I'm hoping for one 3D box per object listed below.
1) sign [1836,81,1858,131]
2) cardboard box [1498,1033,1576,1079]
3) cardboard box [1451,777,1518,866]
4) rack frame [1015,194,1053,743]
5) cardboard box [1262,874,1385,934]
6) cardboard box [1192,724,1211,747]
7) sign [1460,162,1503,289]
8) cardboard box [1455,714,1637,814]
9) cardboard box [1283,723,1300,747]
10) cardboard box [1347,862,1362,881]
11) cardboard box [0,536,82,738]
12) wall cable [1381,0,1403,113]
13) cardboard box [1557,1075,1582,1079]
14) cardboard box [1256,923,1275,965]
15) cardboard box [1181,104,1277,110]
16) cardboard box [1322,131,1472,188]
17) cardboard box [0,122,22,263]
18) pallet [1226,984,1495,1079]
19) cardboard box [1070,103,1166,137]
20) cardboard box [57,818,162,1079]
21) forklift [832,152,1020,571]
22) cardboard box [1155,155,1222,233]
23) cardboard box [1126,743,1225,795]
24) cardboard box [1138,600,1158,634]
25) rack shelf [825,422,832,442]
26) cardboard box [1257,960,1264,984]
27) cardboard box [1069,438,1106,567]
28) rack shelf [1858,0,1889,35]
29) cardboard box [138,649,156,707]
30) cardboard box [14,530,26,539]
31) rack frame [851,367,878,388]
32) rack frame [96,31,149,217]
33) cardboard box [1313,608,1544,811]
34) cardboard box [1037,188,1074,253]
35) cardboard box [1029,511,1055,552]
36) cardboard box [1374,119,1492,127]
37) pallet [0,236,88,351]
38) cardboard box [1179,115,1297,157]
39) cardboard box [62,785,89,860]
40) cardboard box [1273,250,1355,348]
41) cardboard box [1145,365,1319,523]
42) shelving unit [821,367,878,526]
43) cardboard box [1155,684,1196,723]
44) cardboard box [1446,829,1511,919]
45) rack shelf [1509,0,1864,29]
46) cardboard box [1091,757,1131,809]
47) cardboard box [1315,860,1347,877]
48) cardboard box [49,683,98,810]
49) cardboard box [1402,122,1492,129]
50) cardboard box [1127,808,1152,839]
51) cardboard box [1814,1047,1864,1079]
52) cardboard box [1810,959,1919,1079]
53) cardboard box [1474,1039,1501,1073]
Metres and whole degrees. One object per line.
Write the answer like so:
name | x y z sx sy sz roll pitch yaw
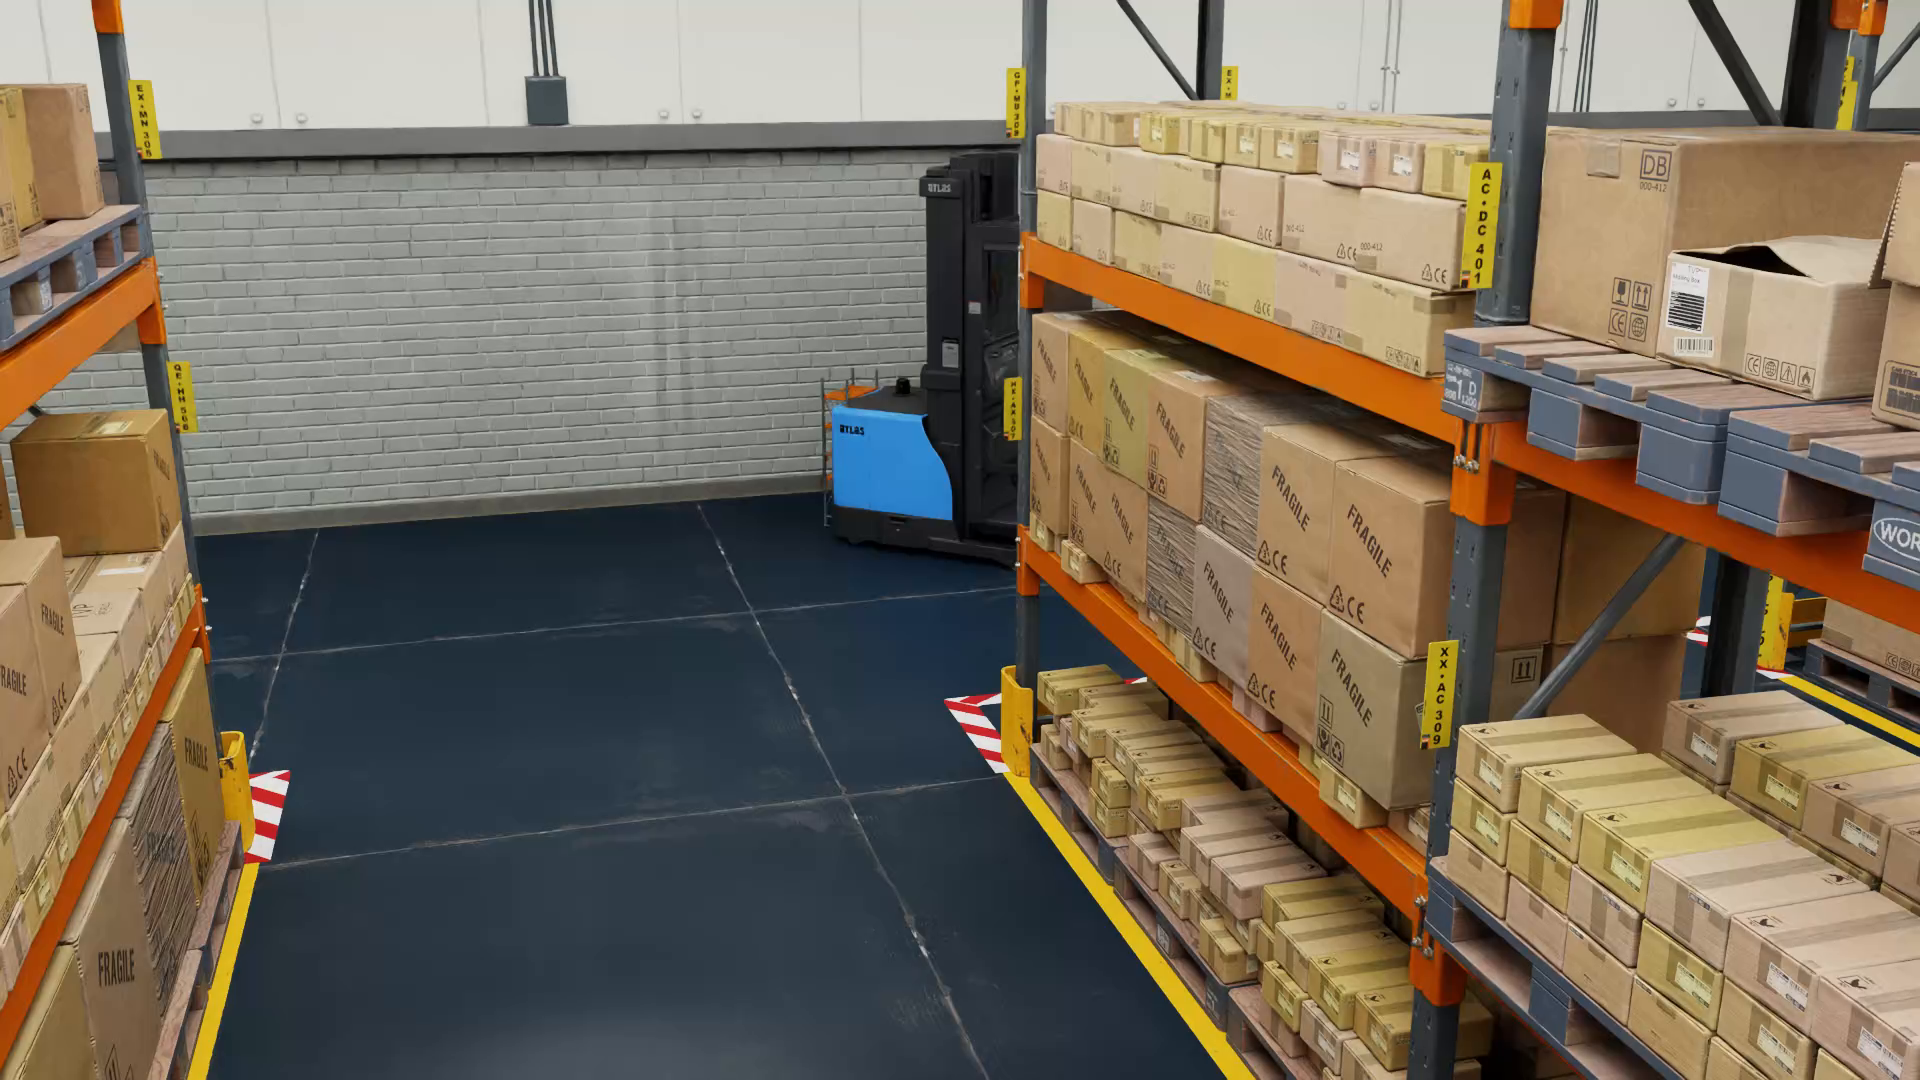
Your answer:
sign | 2.426 -1.104 4.617 0.100 0.325 0.005 -5 17 -15
cardboard box | 2.102 1.709 5.756 0.380 0.149 0.250 -4 17 -13
cardboard box | 1.560 0.735 4.480 0.380 0.149 0.250 -4 17 -14
rack frame | 0.794 -0.293 8.714 1.000 3.000 0.127 -5 17 -15
cardboard box | 1.366 1.401 6.265 0.380 0.149 0.250 -4 17 -13
cardboard box | 1.358 0.996 8.132 0.380 0.149 0.250 -5 18 -18
sign | 1.374 -0.826 4.375 0.100 0.325 0.005 -5 17 -15
cardboard box | 1.560 0.593 4.437 0.380 0.149 0.250 -4 17 -12
cardboard box | 1.394 0.655 5.994 0.380 0.149 0.250 -5 17 -17
cardboard box | 1.777 1.287 6.646 0.380 0.149 0.250 -4 17 -14
cardboard box | -3.064 0.315 5.131 0.500 0.500 0.500 -5 18 -17
wall cable | 3.692 -5.137 14.411 0.463 3.000 0.029 -5 17 -15
cardboard box | 1.843 1.675 4.472 0.500 0.250 0.500 -5 18 -18
cardboard box | 1.350 1.549 6.289 0.380 0.149 0.250 -5 17 -15
cardboard box | 1.213 -1.873 7.457 0.380 0.149 0.250 -5 17 -17
cardboard box | 1.355 -1.183 5.162 0.380 0.149 0.250 -5 17 -15
cardboard box | -3.327 -1.073 5.017 0.700 0.500 0.500 -4 17 -13
pallet | 1.675 1.966 6.041 1.003 0.211 1.213 -5 17 -15
cardboard box | 0.717 -1.909 7.577 0.380 0.149 0.250 -4 17 -13
cardboard box | -3.255 1.556 5.521 0.875 0.875 0.875 -5 17 -15
forklift | 0.569 -1.326 12.272 3.031 2.935 1.130 8 18 24
cardboard box | 1.077 -1.331 6.345 0.500 0.250 0.500 -5 18 -17
cardboard box | 0.964 1.044 7.454 0.380 0.149 0.250 -4 17 -13
cardboard box | 0.995 0.297 7.187 0.380 0.149 0.250 -5 17 -16
rack shelf | -0.872 -0.889 13.283 0.258 0.148 0.480 8 18 24
cardboard box | 1.377 1.667 6.414 0.380 0.149 0.250 -5 17 -17
cardboard box | 0.824 -0.191 7.684 0.500 0.500 0.500 -5 17 -15
rack shelf | 6.076 -2.496 7.566 1.077 0.370 4.000 -5 17 -15
cardboard box | -3.306 0.546 6.356 0.380 0.149 0.250 -5 17 -16
cardboard box | -4.130 0.155 6.967 0.500 0.250 0.500 -5 17 -17
rack frame | -0.767 -0.803 13.540 0.240 1.200 0.015 8 18 24
rack frame | -4.002 -2.802 6.638 1.000 3.000 0.127 -5 17 -15
cardboard box | 1.489 0.511 5.344 0.500 0.500 0.500 -5 17 -15
cardboard box | 0.672 -1.514 7.823 0.500 0.250 0.500 -4 17 -13
cardboard box | 0.568 -0.057 8.365 0.380 0.149 0.250 -5 17 -16
cardboard box | 1.731 -1.449 6.046 0.380 0.149 0.250 -4 17 -12
pallet | -3.450 -0.781 5.277 1.003 0.211 1.213 -5 17 -15
cardboard box | 1.063 -1.549 6.378 0.380 0.149 0.250 -4 17 -13
cardboard box | -2.954 0.901 5.176 0.380 0.149 0.250 -5 17 -16
cardboard box | 1.373 -0.805 5.464 0.500 0.250 0.500 -5 17 -15
cardboard box | 1.072 -0.392 6.614 0.500 0.500 0.500 -5 18 -17
shelving unit | -0.872 -0.740 13.328 0.258 1.200 0.503 8 18 24
cardboard box | 1.197 0.787 8.311 0.380 0.149 0.250 -4 17 -14
cardboard box | 1.560 0.878 4.522 0.380 0.149 0.250 -6 18 -18
rack shelf | 2.443 -0.971 2.487 1.077 0.370 4.000 -5 17 -15
cardboard box | 0.831 1.114 7.737 0.380 0.149 0.250 -4 17 -14
cardboard box | 1.711 1.354 6.938 0.380 0.149 0.250 -5 17 -16
cardboard box | -3.060 0.675 5.233 0.500 0.250 0.500 -4 17 -14
cardboard box | 1.762 -1.370 5.783 0.380 0.149 0.250 -5 18 -17
cardboard box | 0.983 1.318 7.577 0.380 0.149 0.250 -5 17 -15
cardboard box | 1.925 1.098 3.273 0.380 0.149 0.250 -5 17 -16
cardboard box | 1.916 0.950 3.247 0.380 0.149 0.250 -4 17 -13
cardboard box | 2.029 1.778 6.045 0.380 0.149 0.250 -4 17 -14
